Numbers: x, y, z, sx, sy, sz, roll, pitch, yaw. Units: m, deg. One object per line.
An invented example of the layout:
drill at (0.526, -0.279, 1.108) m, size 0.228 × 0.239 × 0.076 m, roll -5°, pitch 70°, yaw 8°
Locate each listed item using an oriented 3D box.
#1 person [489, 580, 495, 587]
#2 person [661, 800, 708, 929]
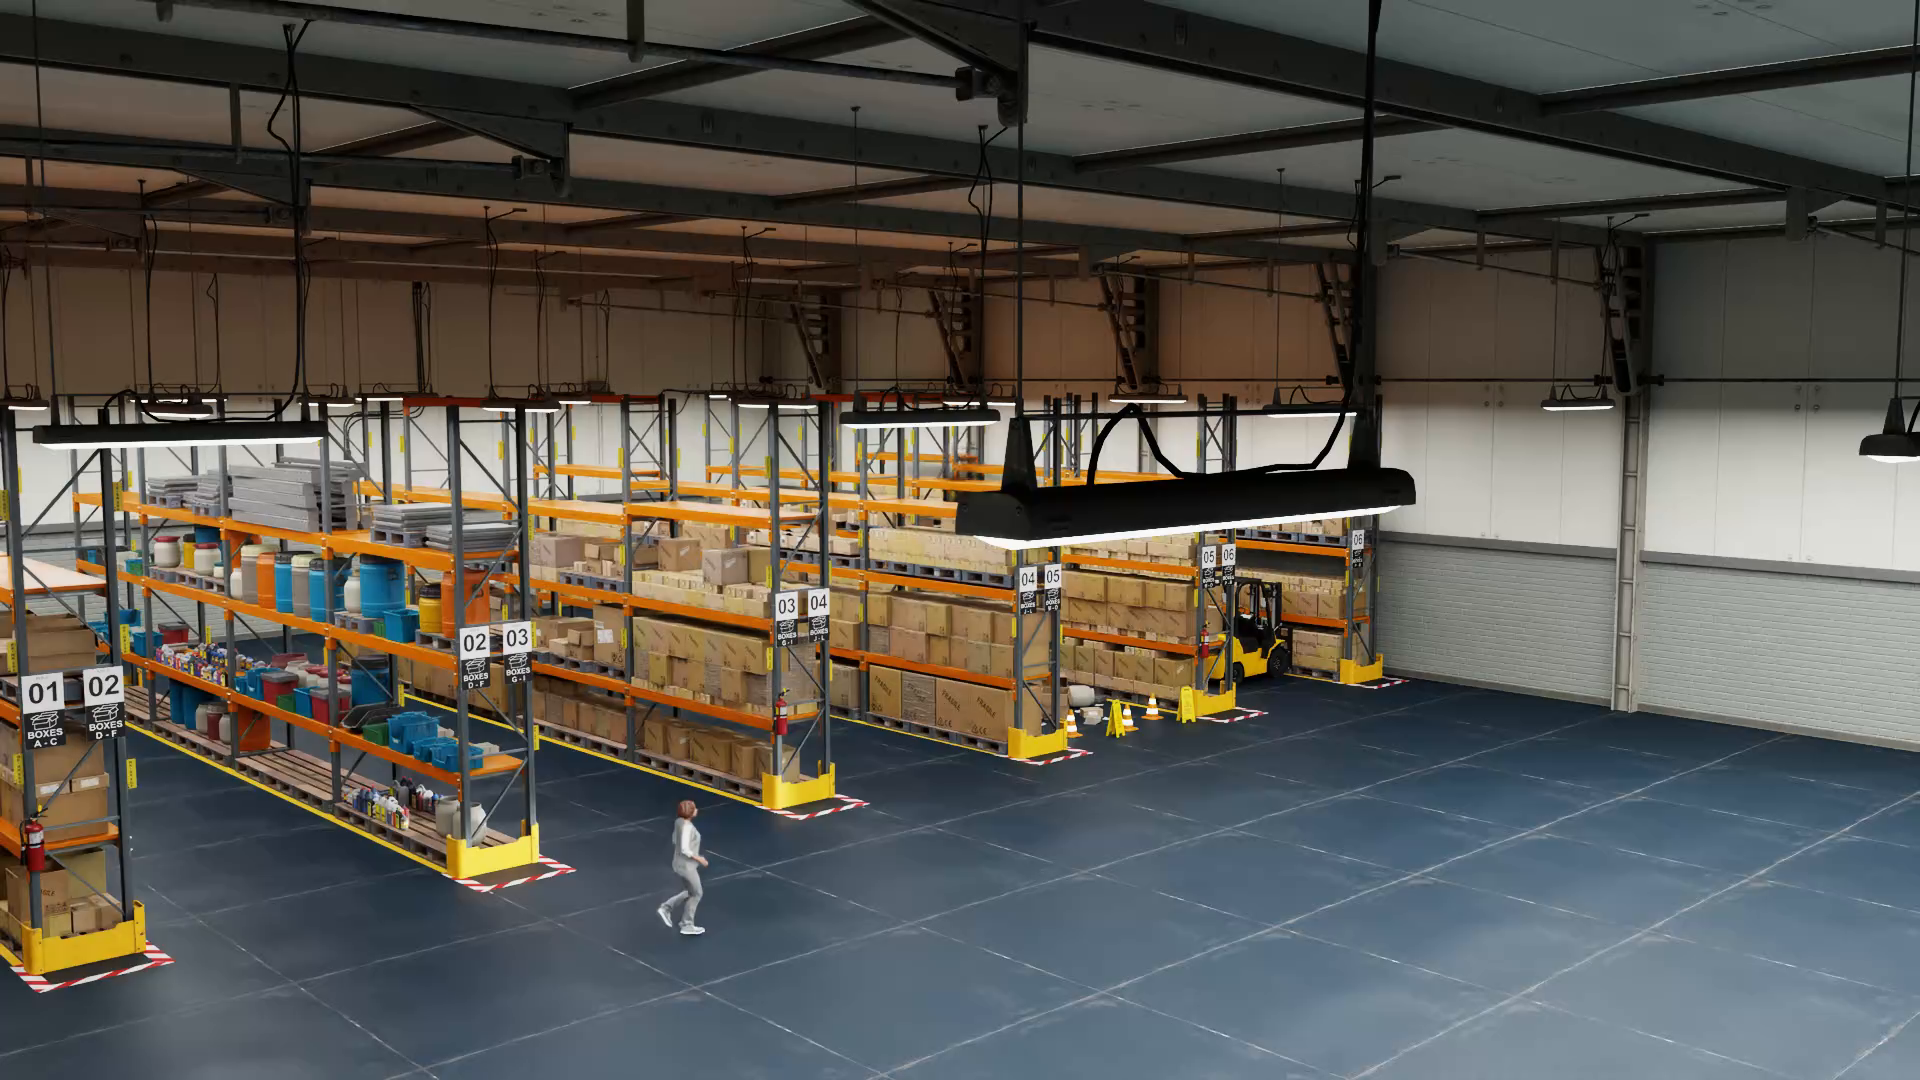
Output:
person at (-11.373, 1.733, 39.431) m, size 0.769 × 1.613 × 0.852 m, roll 4°, pitch 7°, yaw 33°
person at (-3.140, 3.692, 18.897) m, size 0.510 × 1.492 × 0.528 m, roll -2°, pitch 6°, yaw -20°
